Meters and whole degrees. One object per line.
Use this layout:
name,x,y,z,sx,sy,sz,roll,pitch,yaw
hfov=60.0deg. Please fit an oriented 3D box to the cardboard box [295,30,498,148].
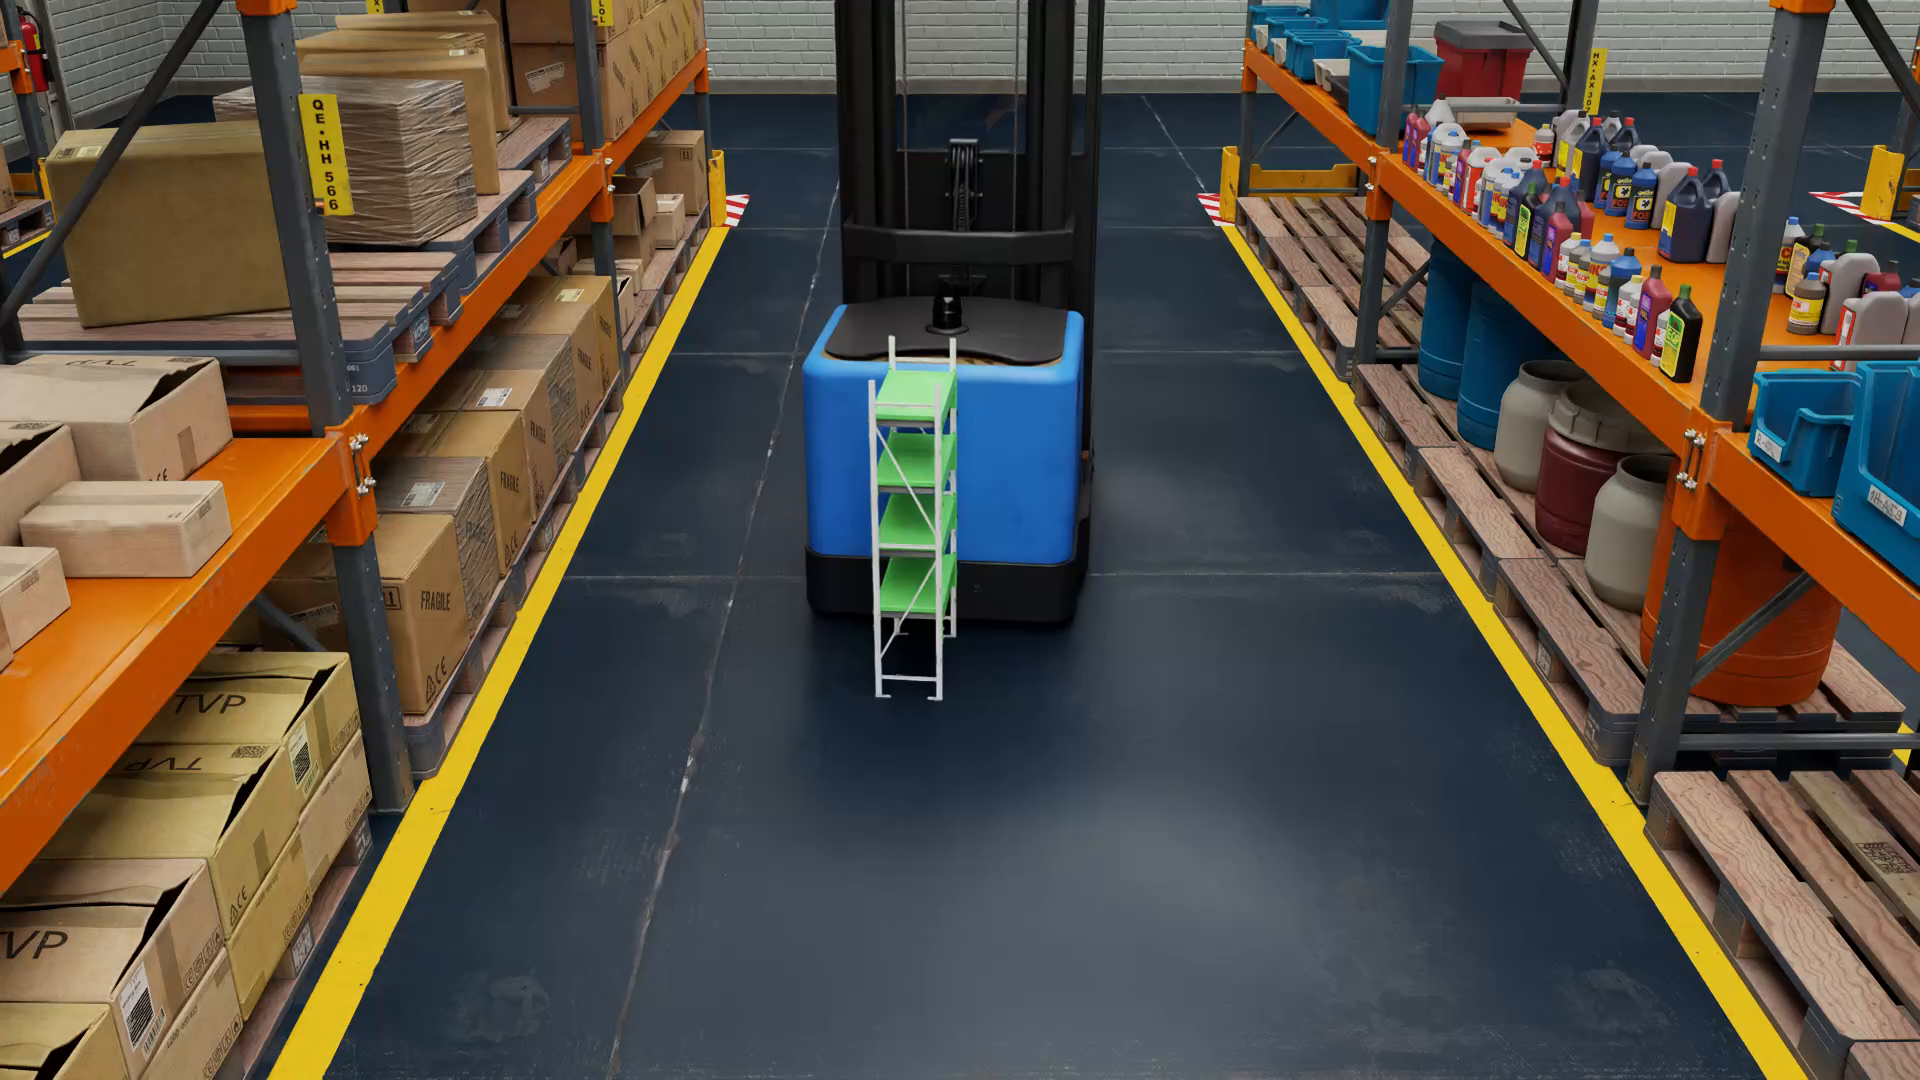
cardboard box,-2.465,-1.917,7.217,0.700,0.500,0.500,4,25,8

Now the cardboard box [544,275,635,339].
cardboard box,-2.105,-1.308,9.232,0.500,0.311,0.500,0,24,-1

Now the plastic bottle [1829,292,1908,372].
plastic bottle,2.846,-0.654,5.207,0.152,0.276,0.135,0,24,-1

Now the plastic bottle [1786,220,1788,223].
plastic bottle,3.014,-1.081,6.157,0.097,0.271,0.097,0,24,0

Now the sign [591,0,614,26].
sign,-1.762,-2.691,8.154,0.100,0.325,0.005,0,24,-1

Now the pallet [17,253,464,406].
pallet,-2.351,-0.702,5.396,1.213,0.211,1.003,0,24,-1

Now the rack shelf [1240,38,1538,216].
rack shelf,2.614,-2.676,10.400,1.077,0.370,4.000,0,24,-1

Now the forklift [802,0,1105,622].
forklift,0.063,-1.593,7.215,1.130,2.935,3.031,2,24,5

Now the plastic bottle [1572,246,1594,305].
plastic bottle,2.258,-0.949,5.950,0.097,0.201,0.097,0,24,0

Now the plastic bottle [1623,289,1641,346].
plastic bottle,2.263,-0.749,5.506,0.097,0.201,0.097,0,24,0

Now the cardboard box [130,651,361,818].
cardboard box,-2.021,0.510,4.629,0.500,0.311,0.500,0,24,1

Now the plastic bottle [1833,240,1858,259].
plastic bottle,3.037,-0.904,5.751,0.061,0.283,0.133,0,24,-1

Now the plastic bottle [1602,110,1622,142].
plastic bottle,2.973,-1.780,7.606,0.144,0.351,0.185,0,24,-1

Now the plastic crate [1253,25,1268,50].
plastic crate,2.187,-3.499,11.595,0.250,0.136,0.298,0,24,-1

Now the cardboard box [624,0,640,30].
cardboard box,-2.047,-3.068,9.059,0.500,0.500,0.500,-1,24,-2

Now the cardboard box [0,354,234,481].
cardboard box,-2.313,-0.320,4.426,0.500,0.311,0.500,1,24,3

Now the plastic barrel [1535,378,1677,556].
plastic barrel,2.645,-0.291,6.670,0.600,0.588,0.708,0,24,-1

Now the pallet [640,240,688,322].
pallet,-2.340,-1.675,10.699,1.003,0.211,1.213,0,24,-1

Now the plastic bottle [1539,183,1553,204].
plastic bottle,2.294,-1.246,6.506,0.061,0.283,0.133,0,24,-1

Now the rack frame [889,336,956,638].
rack frame,-0.134,-0.176,6.183,0.240,1.200,0.015,2,24,5

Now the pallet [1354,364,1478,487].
pallet,2.603,-0.591,8.301,1.003,0.211,1.213,0,24,-1

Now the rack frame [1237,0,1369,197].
rack frame,2.592,-3.828,12.074,1.000,3.000,0.127,0,24,-1

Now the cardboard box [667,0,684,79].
cardboard box,-2.074,-3.250,10.675,0.500,0.500,0.500,0,24,0

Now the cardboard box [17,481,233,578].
cardboard box,-1.987,-0.027,3.975,0.380,0.149,0.250,0,24,-1

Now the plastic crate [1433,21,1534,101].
plastic crate,2.877,-2.605,9.220,0.402,0.464,0.583,0,24,-1

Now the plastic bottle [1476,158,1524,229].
plastic bottle,2.273,-1.454,6.975,0.152,0.276,0.135,0,24,-1

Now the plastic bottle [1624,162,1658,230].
plastic bottle,2.853,-1.443,6.956,0.097,0.271,0.097,0,24,0

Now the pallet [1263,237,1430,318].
pallet,2.573,-1.716,10.788,1.003,0.211,1.213,0,24,-1

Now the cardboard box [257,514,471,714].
cardboard box,-1.993,0.239,5.581,0.500,0.500,0.500,1,24,2

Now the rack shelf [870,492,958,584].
rack shelf,-0.159,-0.018,5.988,0.258,0.148,0.480,2,24,5

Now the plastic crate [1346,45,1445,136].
plastic crate,2.290,-2.391,8.843,0.392,0.384,0.575,0,24,-1

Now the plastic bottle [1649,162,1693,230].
plastic bottle,2.977,-1.453,6.973,0.152,0.276,0.135,0,24,-1

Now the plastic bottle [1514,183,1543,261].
plastic bottle,2.233,-1.245,6.505,0.061,0.283,0.133,0,24,-1

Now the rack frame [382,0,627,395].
rack frame,-2.317,-2.159,8.384,1.000,3.000,0.127,0,24,-1

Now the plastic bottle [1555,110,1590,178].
plastic bottle,2.829,-1.779,7.604,0.144,0.351,0.185,0,24,-1

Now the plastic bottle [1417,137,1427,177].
plastic bottle,2.234,-1.834,7.906,0.097,0.201,0.097,0,24,0

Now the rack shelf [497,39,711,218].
rack shelf,-2.339,-2.655,10.354,1.077,0.370,4.000,0,24,-1

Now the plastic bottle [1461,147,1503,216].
plastic bottle,2.270,-1.549,7.186,0.152,0.276,0.135,0,24,-1

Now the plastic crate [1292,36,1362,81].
plastic crate,2.284,-3.010,10.395,0.416,0.233,0.300,0,24,-1

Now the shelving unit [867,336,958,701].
shelving unit,-0.159,-0.076,5.962,0.258,1.200,0.503,2,24,5

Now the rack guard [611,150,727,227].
rack guard,-2.360,-2.637,12.474,1.175,0.500,0.348,0,24,-1

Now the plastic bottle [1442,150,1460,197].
plastic bottle,2.239,-1.658,7.517,0.097,0.201,0.097,0,24,0

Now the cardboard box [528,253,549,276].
cardboard box,-2.607,-1.454,9.325,0.500,0.500,0.500,0,24,-1

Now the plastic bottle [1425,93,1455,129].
plastic bottle,2.316,-1.994,8.079,0.144,0.351,0.185,0,24,-1

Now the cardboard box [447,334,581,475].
cardboard box,-2.023,-0.608,7.454,0.500,0.500,0.500,0,24,0

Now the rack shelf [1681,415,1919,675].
rack shelf,2.702,0.620,3.111,1.077,0.370,4.000,0,24,-1

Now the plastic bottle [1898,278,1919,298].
plastic bottle,3.024,-0.701,5.315,0.097,0.271,0.097,0,24,0

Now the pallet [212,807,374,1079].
pallet,-2.303,1.099,4.564,1.003,0.211,1.213,0,24,-1

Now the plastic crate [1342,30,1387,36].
plastic crate,2.782,-3.400,11.375,0.396,0.136,0.243,0,24,-1

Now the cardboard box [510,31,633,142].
cardboard box,-2.050,-2.416,8.830,0.500,0.500,0.500,0,24,1
